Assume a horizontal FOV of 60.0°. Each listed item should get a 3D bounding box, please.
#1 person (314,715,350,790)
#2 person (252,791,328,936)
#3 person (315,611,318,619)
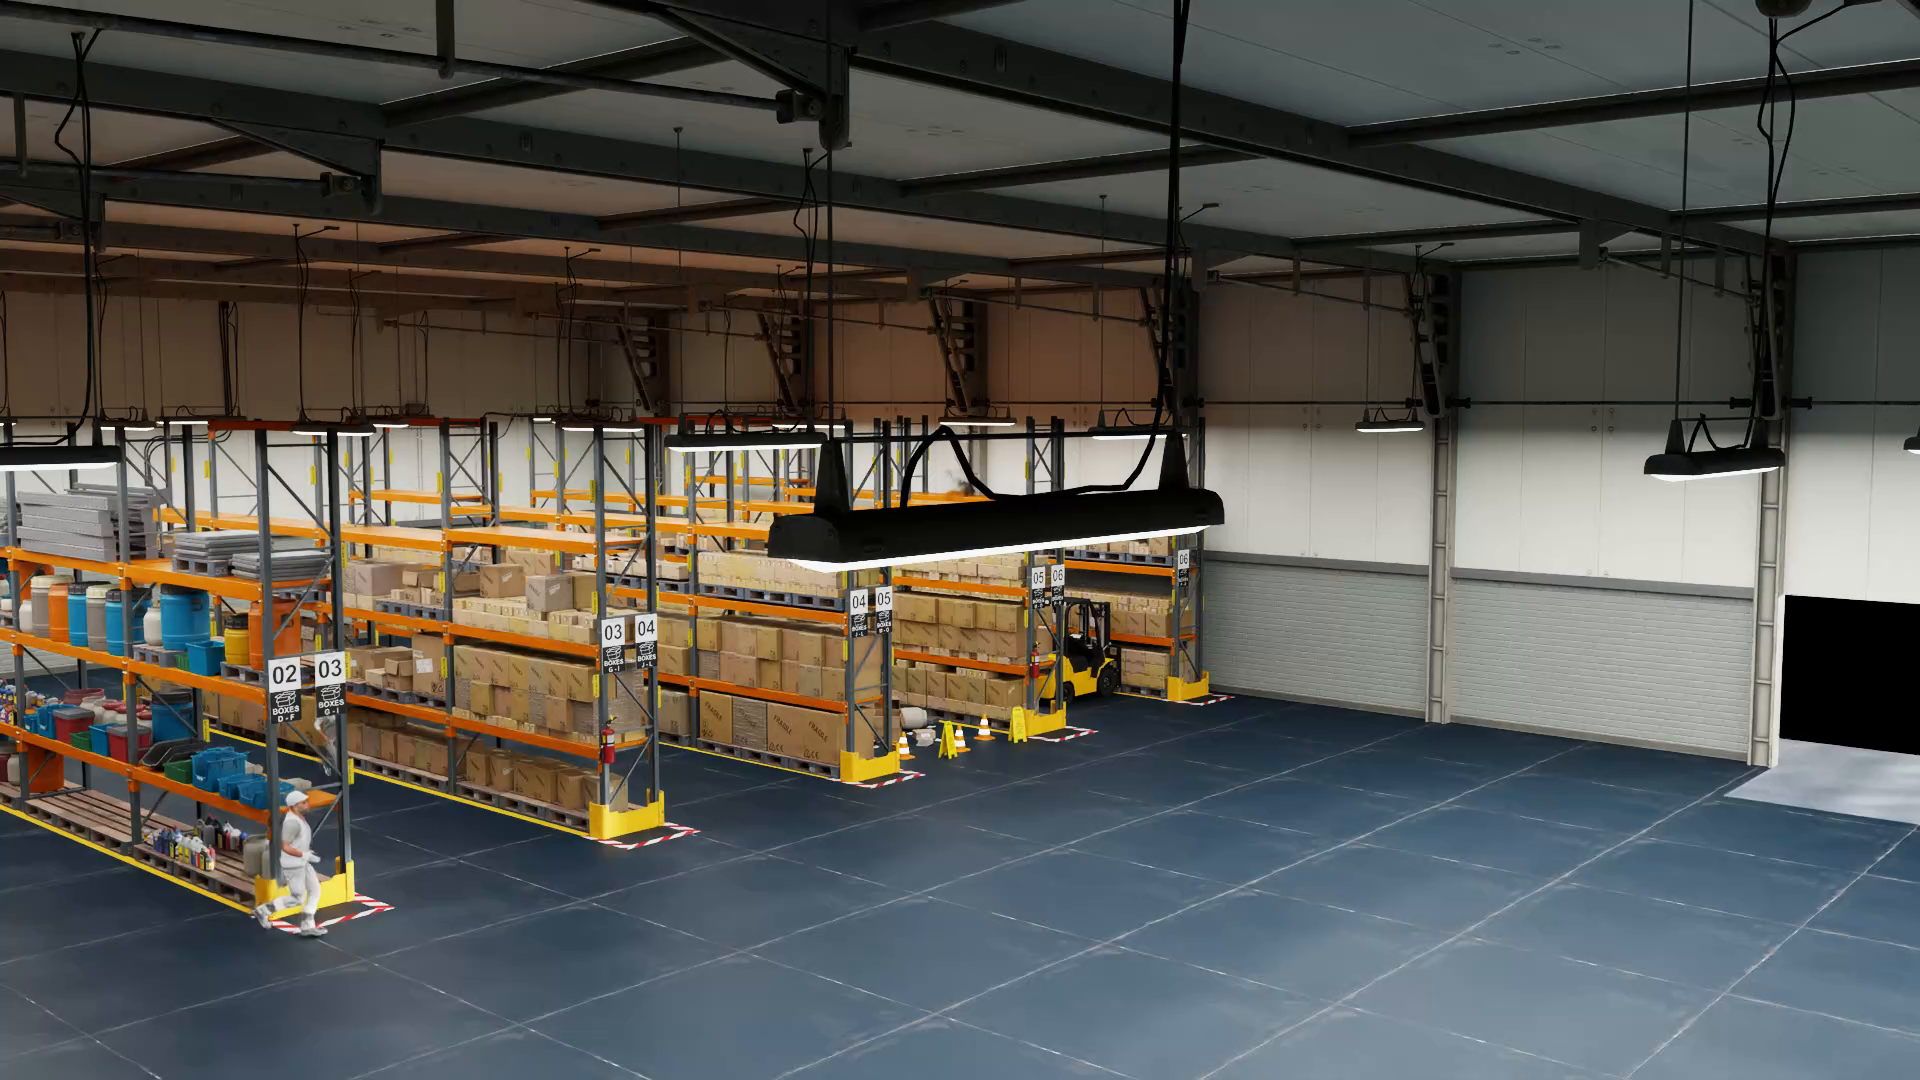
[{"bbox_3d":[-10.291,3.304,27.246,0.695,1.568,0.559,4,6,42],"label":"person"},{"bbox_3d":[-7.921,3.826,19.628,0.817,1.747,0.643,-1,5,-12],"label":"person"},{"bbox_3d":[-14.364,2.370,37.252,0.766,1.724,0.921,-3,6,-35],"label":"person"}]
